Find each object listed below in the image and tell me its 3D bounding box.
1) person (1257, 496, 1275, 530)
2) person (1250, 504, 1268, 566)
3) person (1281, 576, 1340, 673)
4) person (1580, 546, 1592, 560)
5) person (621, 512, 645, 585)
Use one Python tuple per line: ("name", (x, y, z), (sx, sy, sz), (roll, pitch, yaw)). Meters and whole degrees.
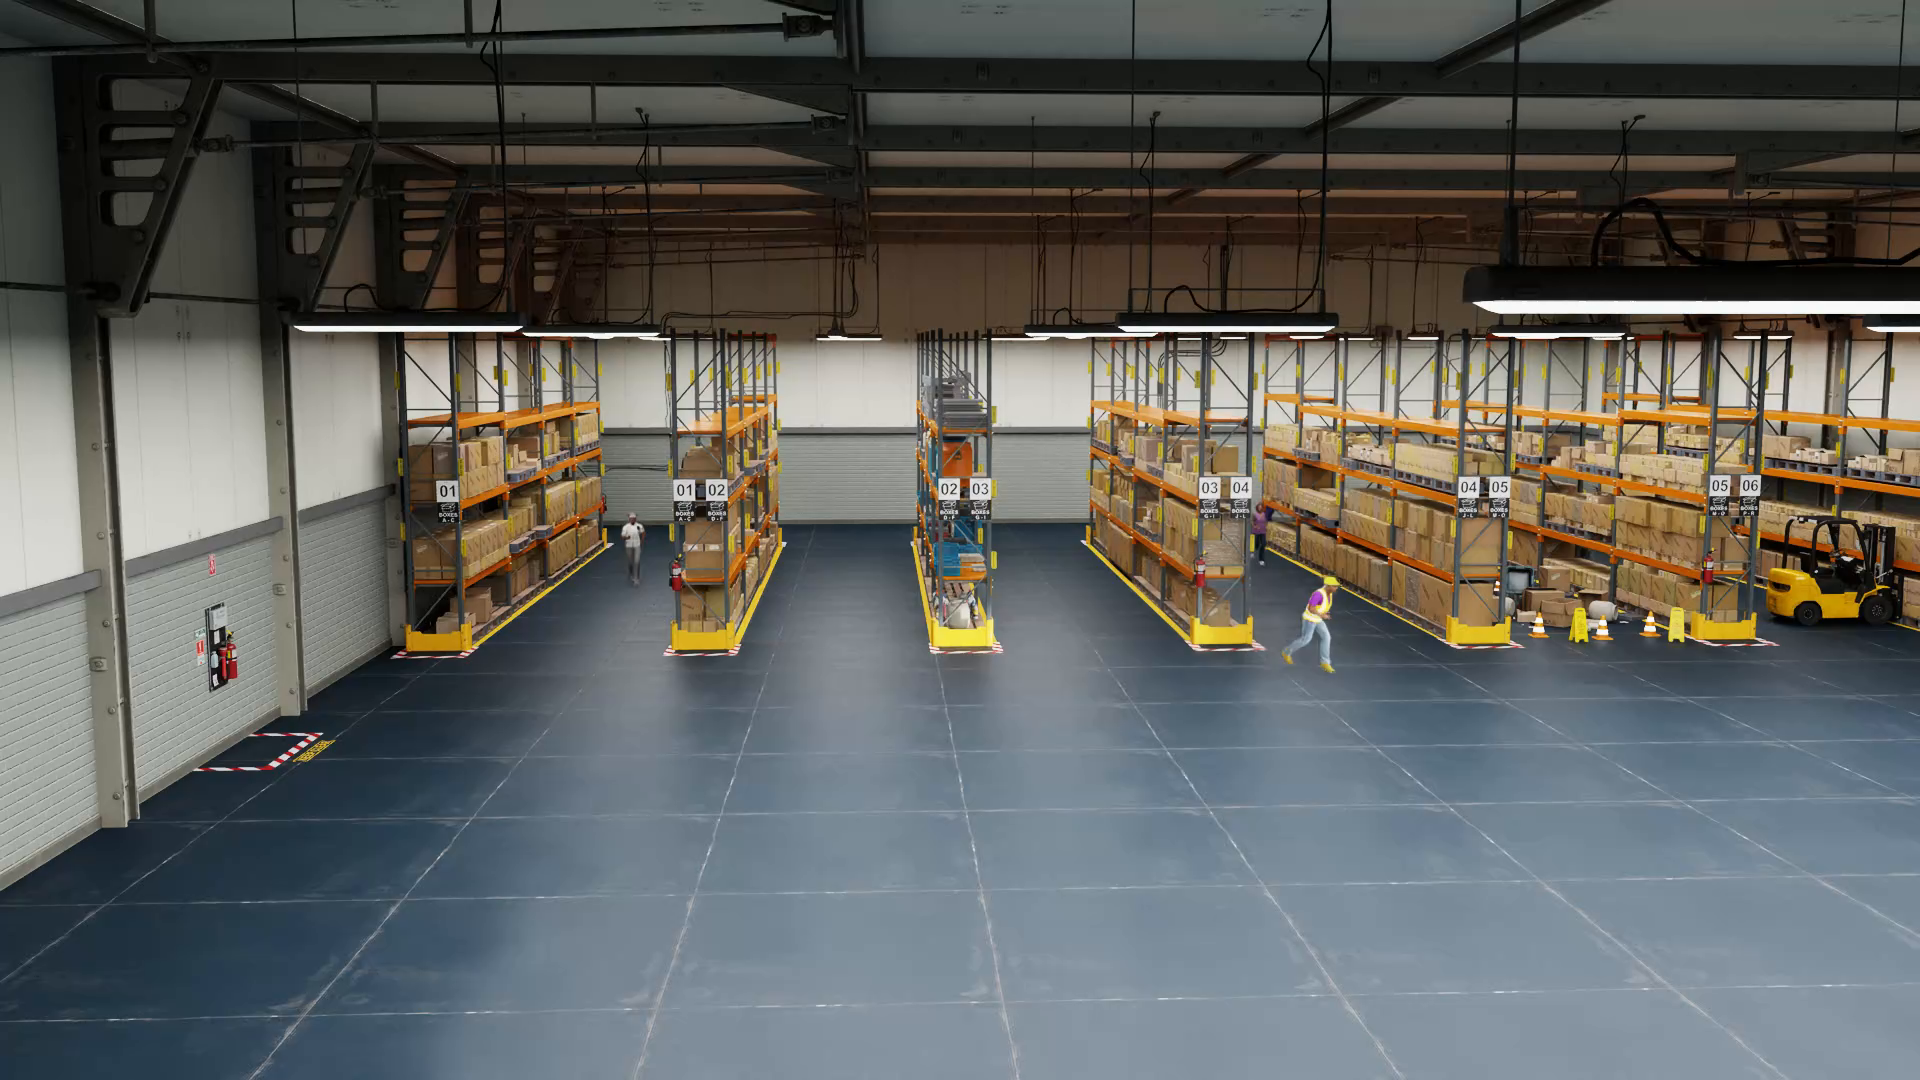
("person", (9.074, -0.830, 48.913), (0.723, 1.708, 0.630), (-2, 7, -15))
("person", (7.772, -0.158, 43.260), (0.539, 1.591, 0.831), (-1, 7, -11))
("person", (6.174, 1.460, 29.297), (1.054, 1.716, 0.743), (4, 8, 32))
("person", (16.176, -0.213, 43.131), (0.678, 1.781, 1.184), (0, 7, -2))
("person", (-7.786, 0.182, 39.628), (0.575, 1.696, 0.909), (-1, 7, -11))
